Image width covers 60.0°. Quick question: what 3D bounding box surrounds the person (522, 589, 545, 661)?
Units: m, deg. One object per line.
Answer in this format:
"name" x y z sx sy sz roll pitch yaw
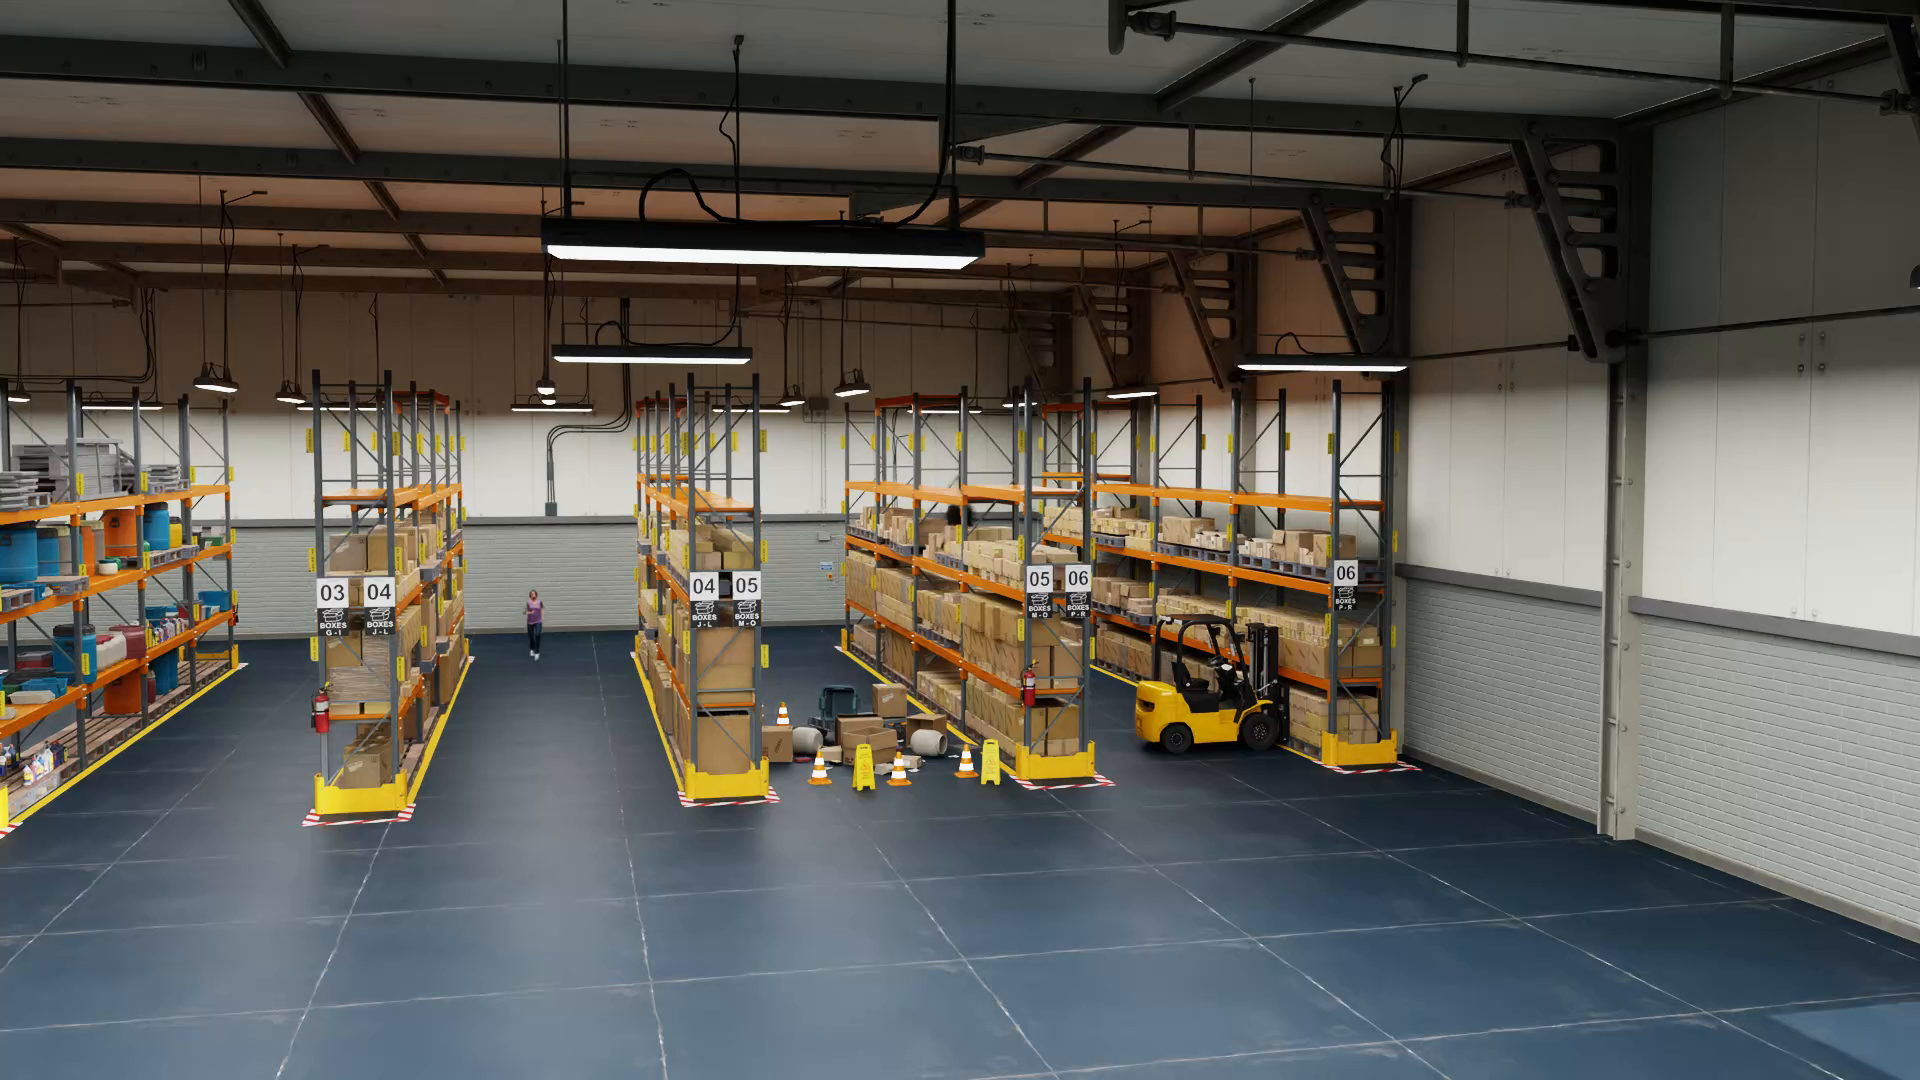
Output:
"person" -9.905 1.953 38.651 0.509 1.626 0.824 -1 3 -15
